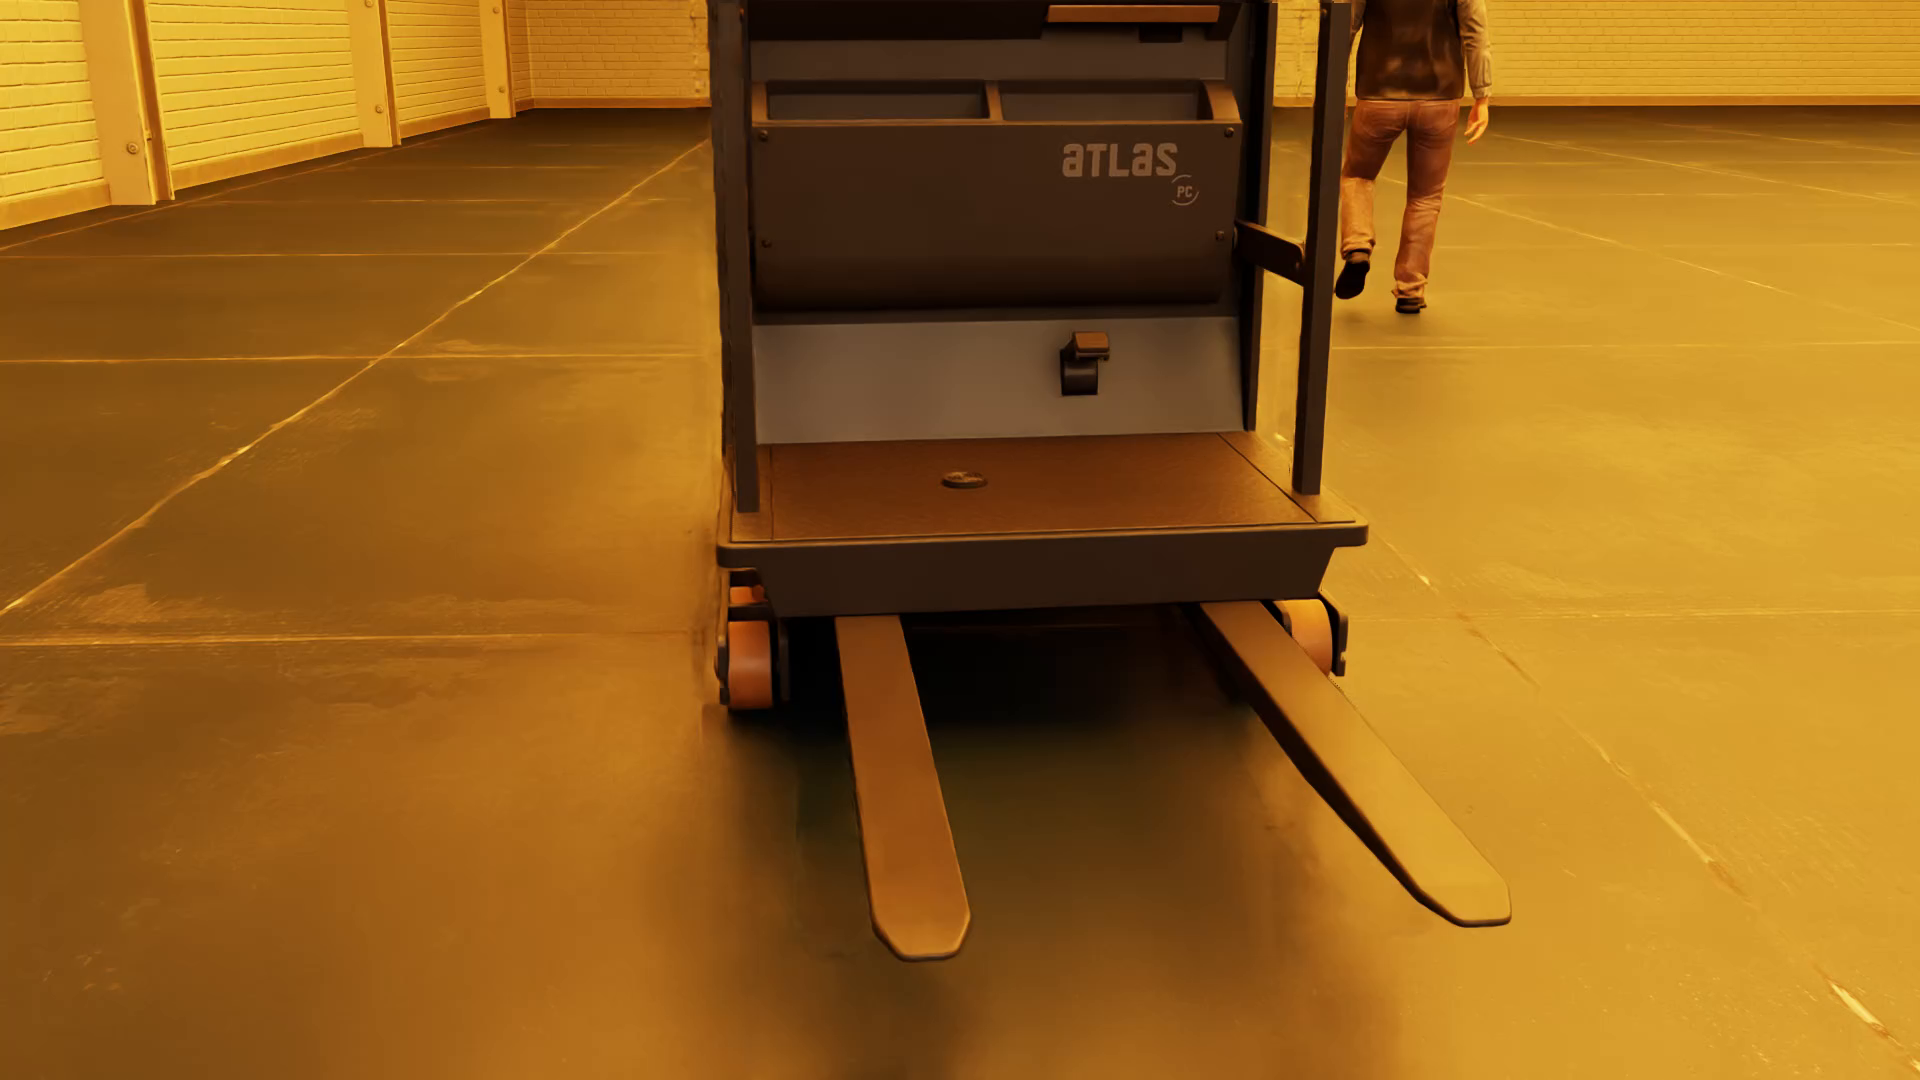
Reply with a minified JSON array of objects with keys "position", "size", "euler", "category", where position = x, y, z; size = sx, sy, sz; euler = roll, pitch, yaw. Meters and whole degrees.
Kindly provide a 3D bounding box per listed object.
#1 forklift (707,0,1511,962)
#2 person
[{"position":[0.095,-1.204,2.844],"size":[1.130,2.935,3.031],"euler":[-2,17,-6],"category":"forklift"},{"position":[1.867,-1.825,6.976],"size":[0.681,1.702,0.460],"euler":[5,18,16],"category":"person"}]
